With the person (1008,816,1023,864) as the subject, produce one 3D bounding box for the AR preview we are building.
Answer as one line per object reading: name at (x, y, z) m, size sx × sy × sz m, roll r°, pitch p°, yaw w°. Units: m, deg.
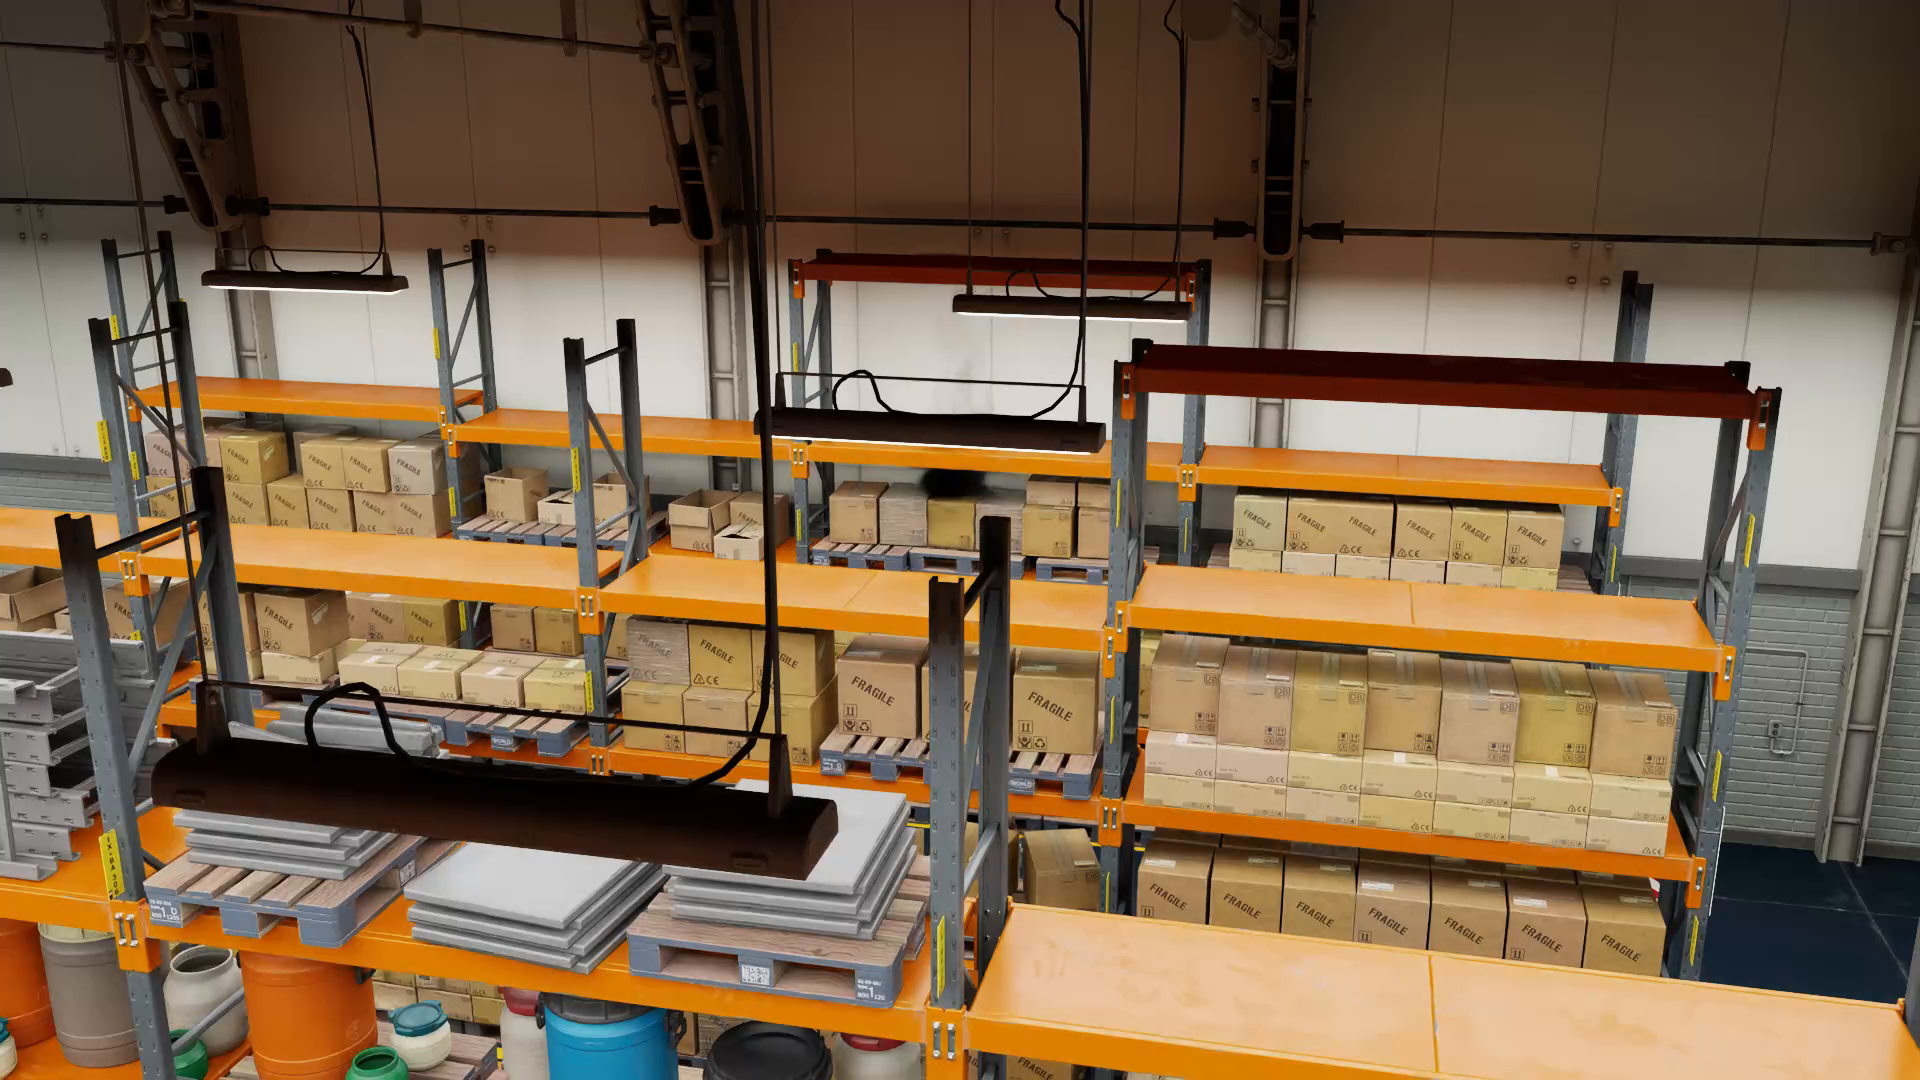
person at (0.346, 3.155, 14.832) m, size 0.539 × 1.553 × 0.531 m, roll 2°, pitch 16°, yaw 8°
